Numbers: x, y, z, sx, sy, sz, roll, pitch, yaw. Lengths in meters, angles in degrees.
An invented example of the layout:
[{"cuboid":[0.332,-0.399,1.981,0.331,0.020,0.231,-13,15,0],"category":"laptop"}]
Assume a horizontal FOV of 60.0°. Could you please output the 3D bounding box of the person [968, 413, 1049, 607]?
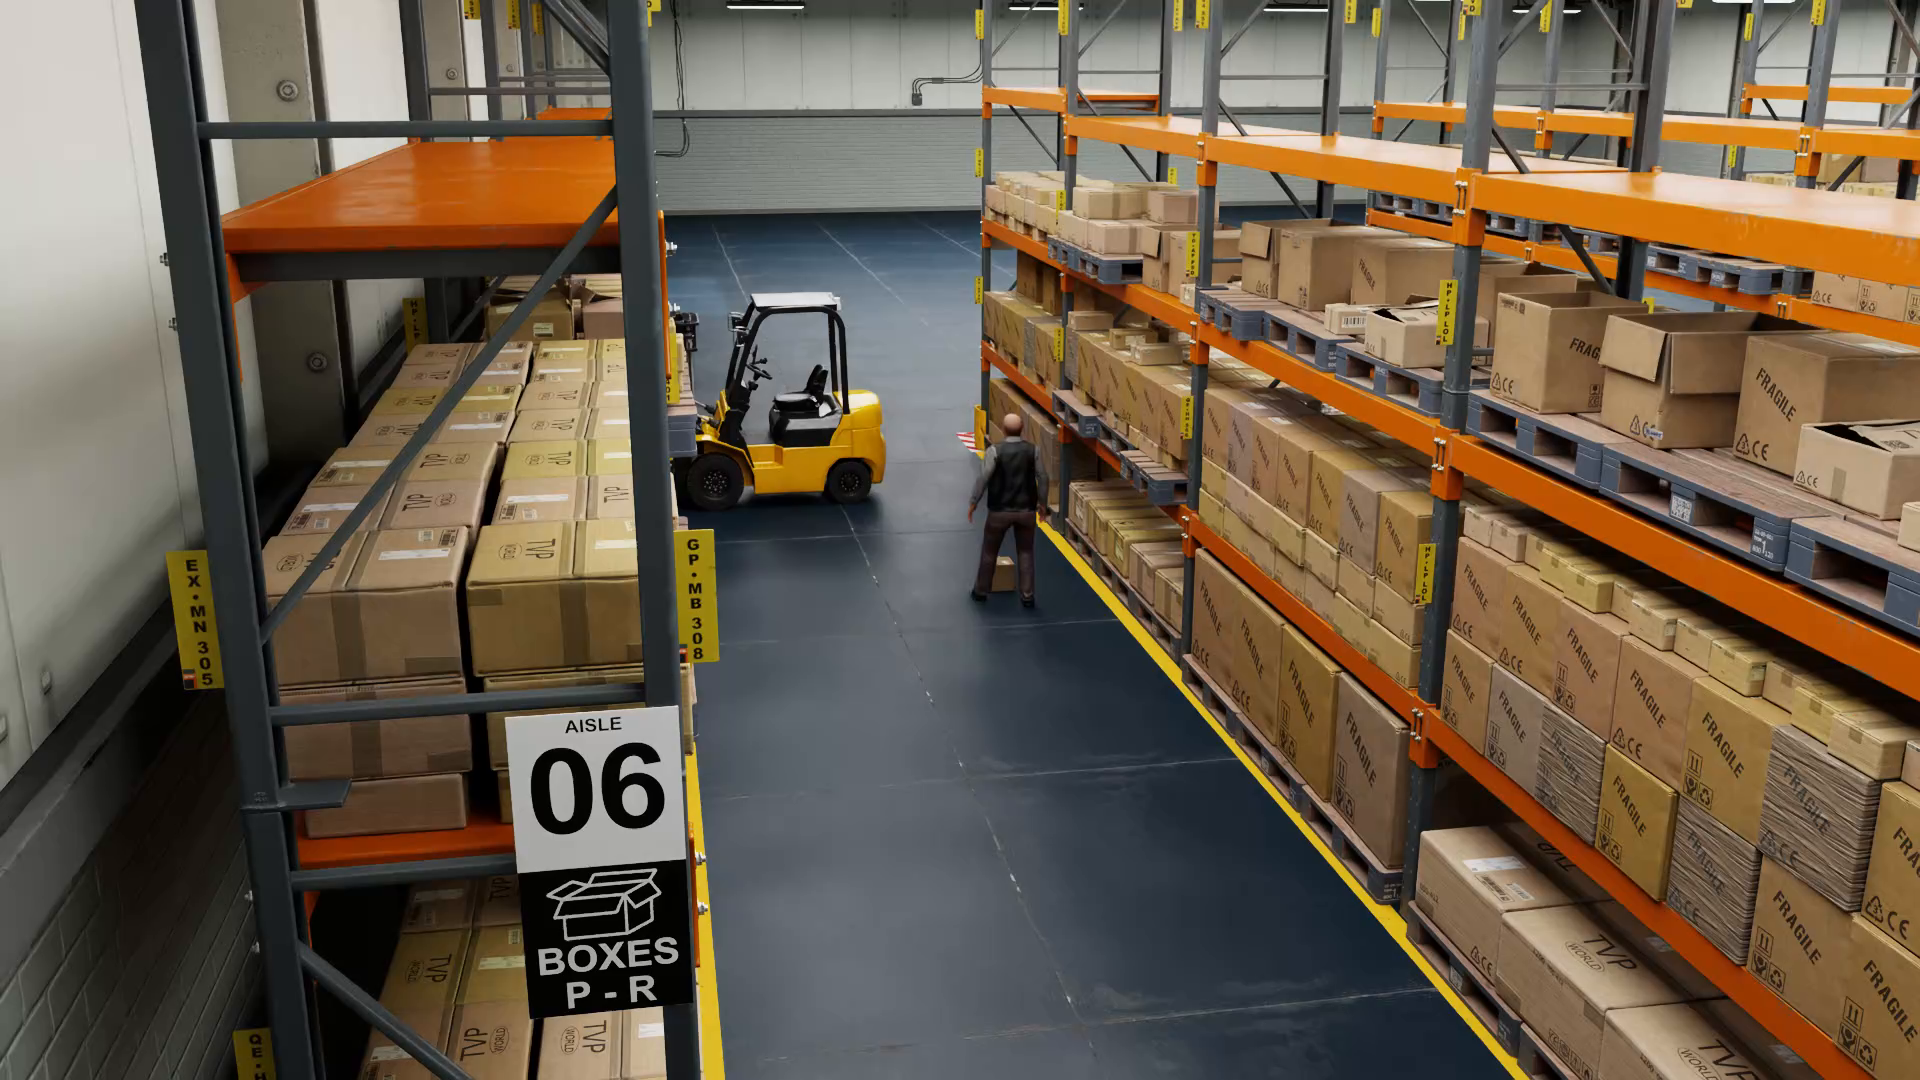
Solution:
[{"cuboid":[0.398,-0.271,14.568,0.711,1.708,0.586,-3,17,-10],"category":"person"}]
